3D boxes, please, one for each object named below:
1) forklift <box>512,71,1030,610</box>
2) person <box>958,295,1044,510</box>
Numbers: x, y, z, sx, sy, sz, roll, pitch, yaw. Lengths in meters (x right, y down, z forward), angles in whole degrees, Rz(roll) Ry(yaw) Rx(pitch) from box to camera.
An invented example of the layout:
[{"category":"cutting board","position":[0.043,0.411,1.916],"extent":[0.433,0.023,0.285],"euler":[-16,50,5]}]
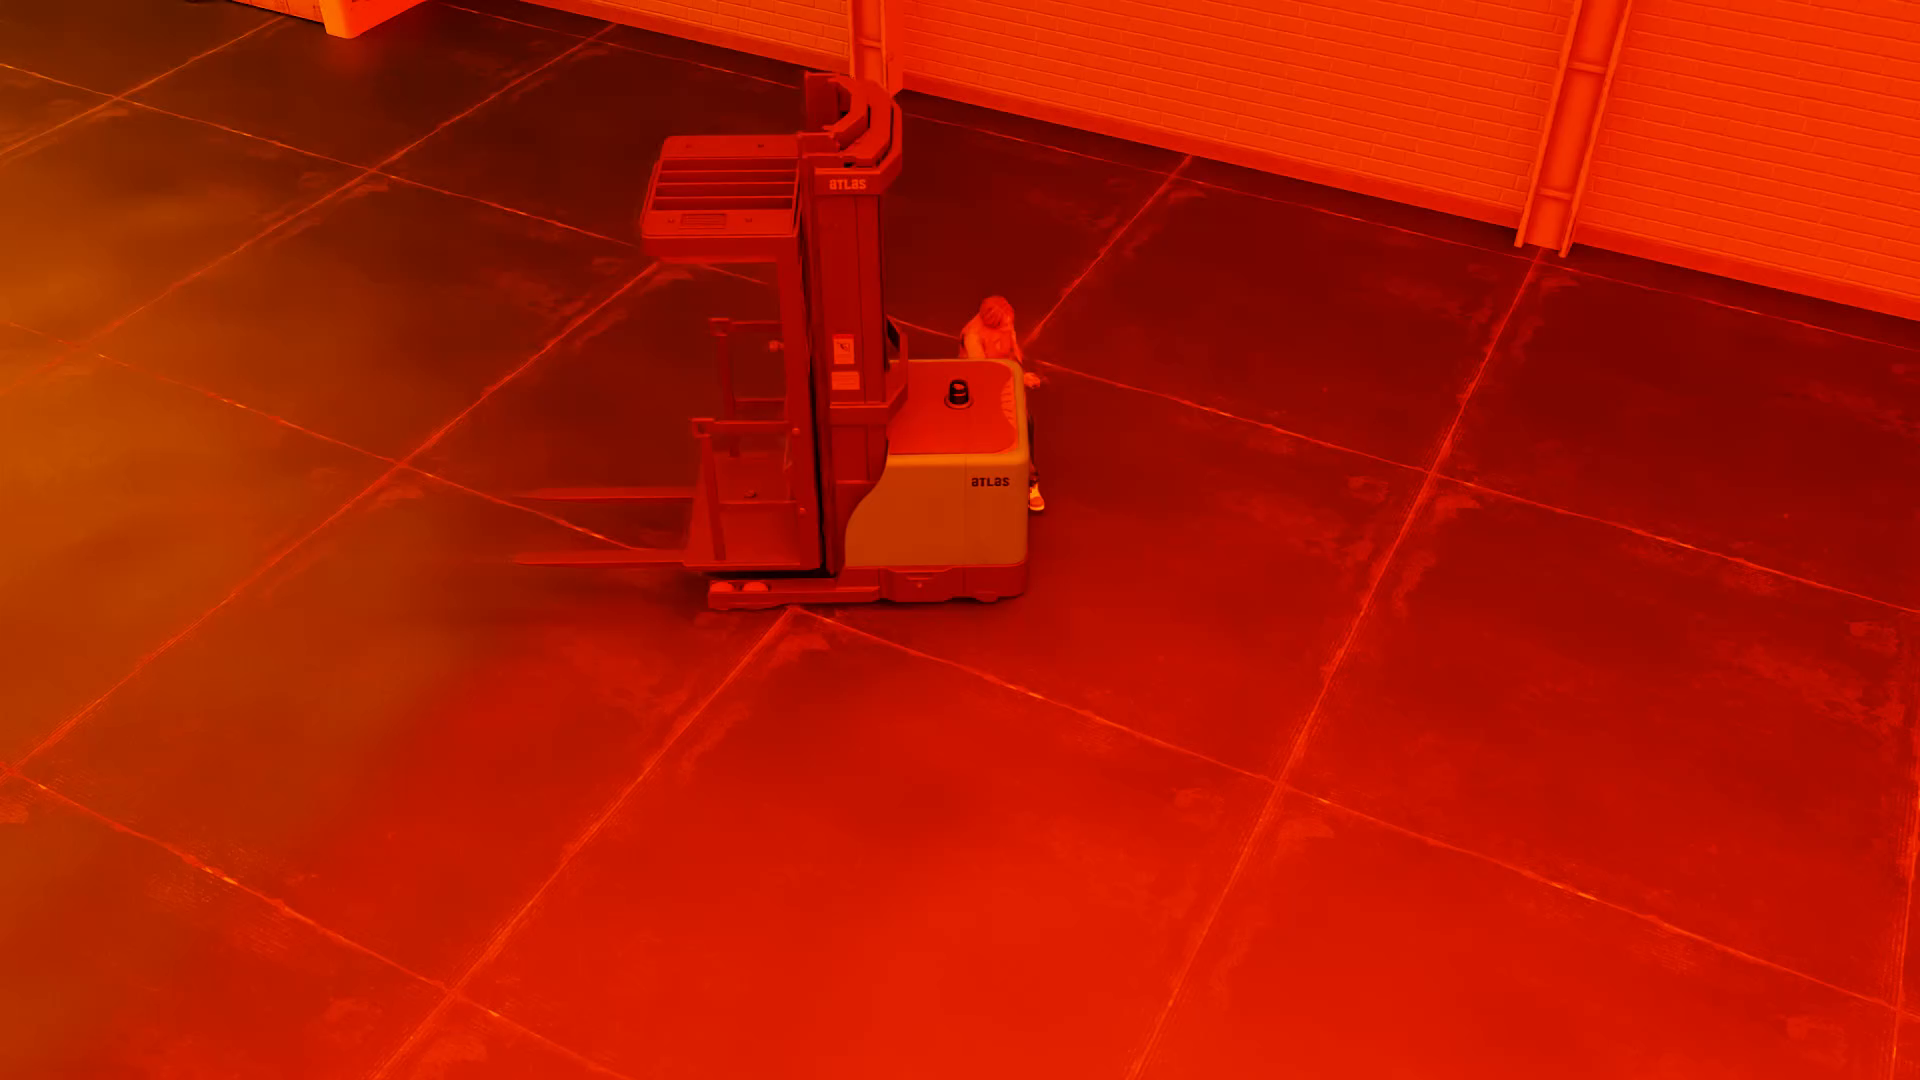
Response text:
[{"category":"forklift","position":[-1.123,-1.055,9.239],"extent":[3.031,2.935,1.130],"euler":[-1,40,-1]},{"category":"person","position":[0.335,-0.912,10.359],"extent":[0.823,1.372,0.778],"euler":[31,49,32]}]
